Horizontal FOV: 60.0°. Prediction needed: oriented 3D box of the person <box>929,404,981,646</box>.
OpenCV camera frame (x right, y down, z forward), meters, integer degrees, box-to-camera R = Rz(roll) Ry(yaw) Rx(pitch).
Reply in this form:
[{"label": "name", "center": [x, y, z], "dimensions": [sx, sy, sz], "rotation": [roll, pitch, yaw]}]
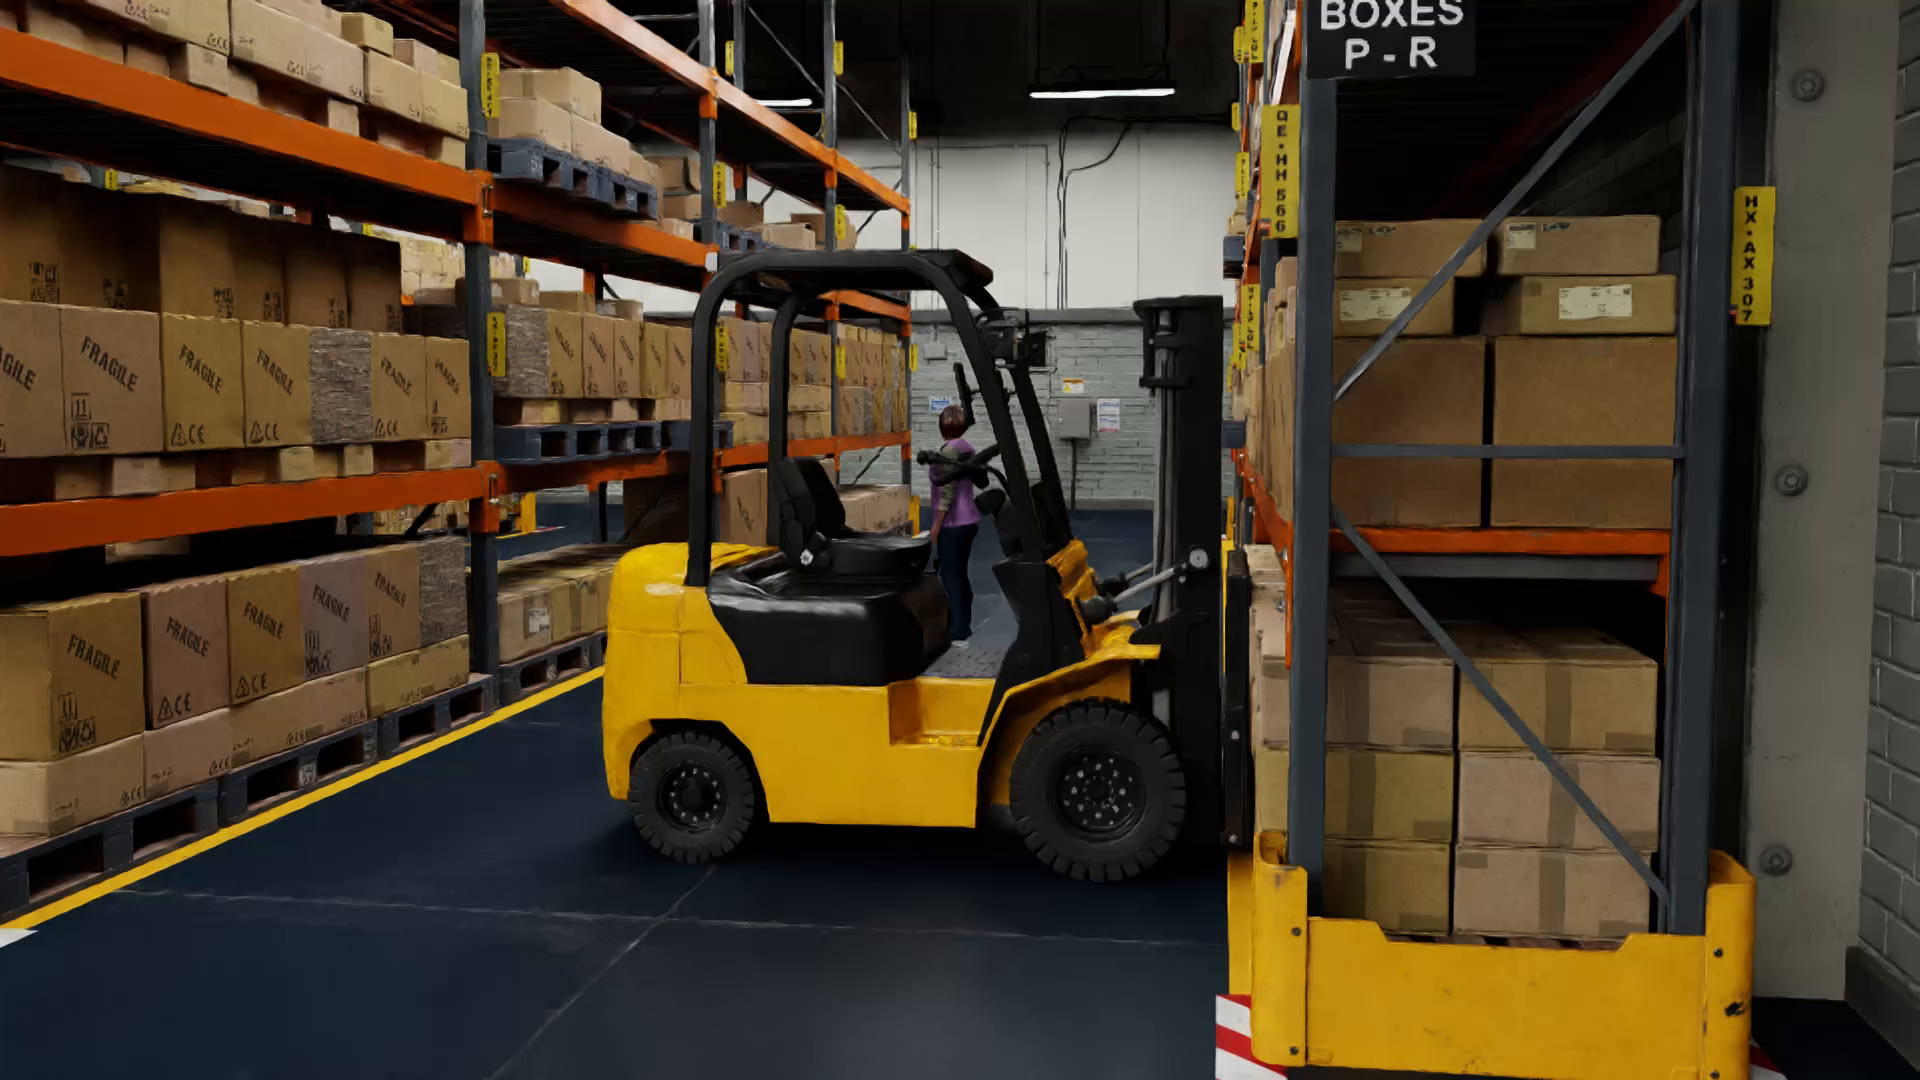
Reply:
[{"label": "person", "center": [-0.052, -0.069, 10.865], "dimensions": [0.363, 1.632, 0.460], "rotation": [2, 5, 20]}]
